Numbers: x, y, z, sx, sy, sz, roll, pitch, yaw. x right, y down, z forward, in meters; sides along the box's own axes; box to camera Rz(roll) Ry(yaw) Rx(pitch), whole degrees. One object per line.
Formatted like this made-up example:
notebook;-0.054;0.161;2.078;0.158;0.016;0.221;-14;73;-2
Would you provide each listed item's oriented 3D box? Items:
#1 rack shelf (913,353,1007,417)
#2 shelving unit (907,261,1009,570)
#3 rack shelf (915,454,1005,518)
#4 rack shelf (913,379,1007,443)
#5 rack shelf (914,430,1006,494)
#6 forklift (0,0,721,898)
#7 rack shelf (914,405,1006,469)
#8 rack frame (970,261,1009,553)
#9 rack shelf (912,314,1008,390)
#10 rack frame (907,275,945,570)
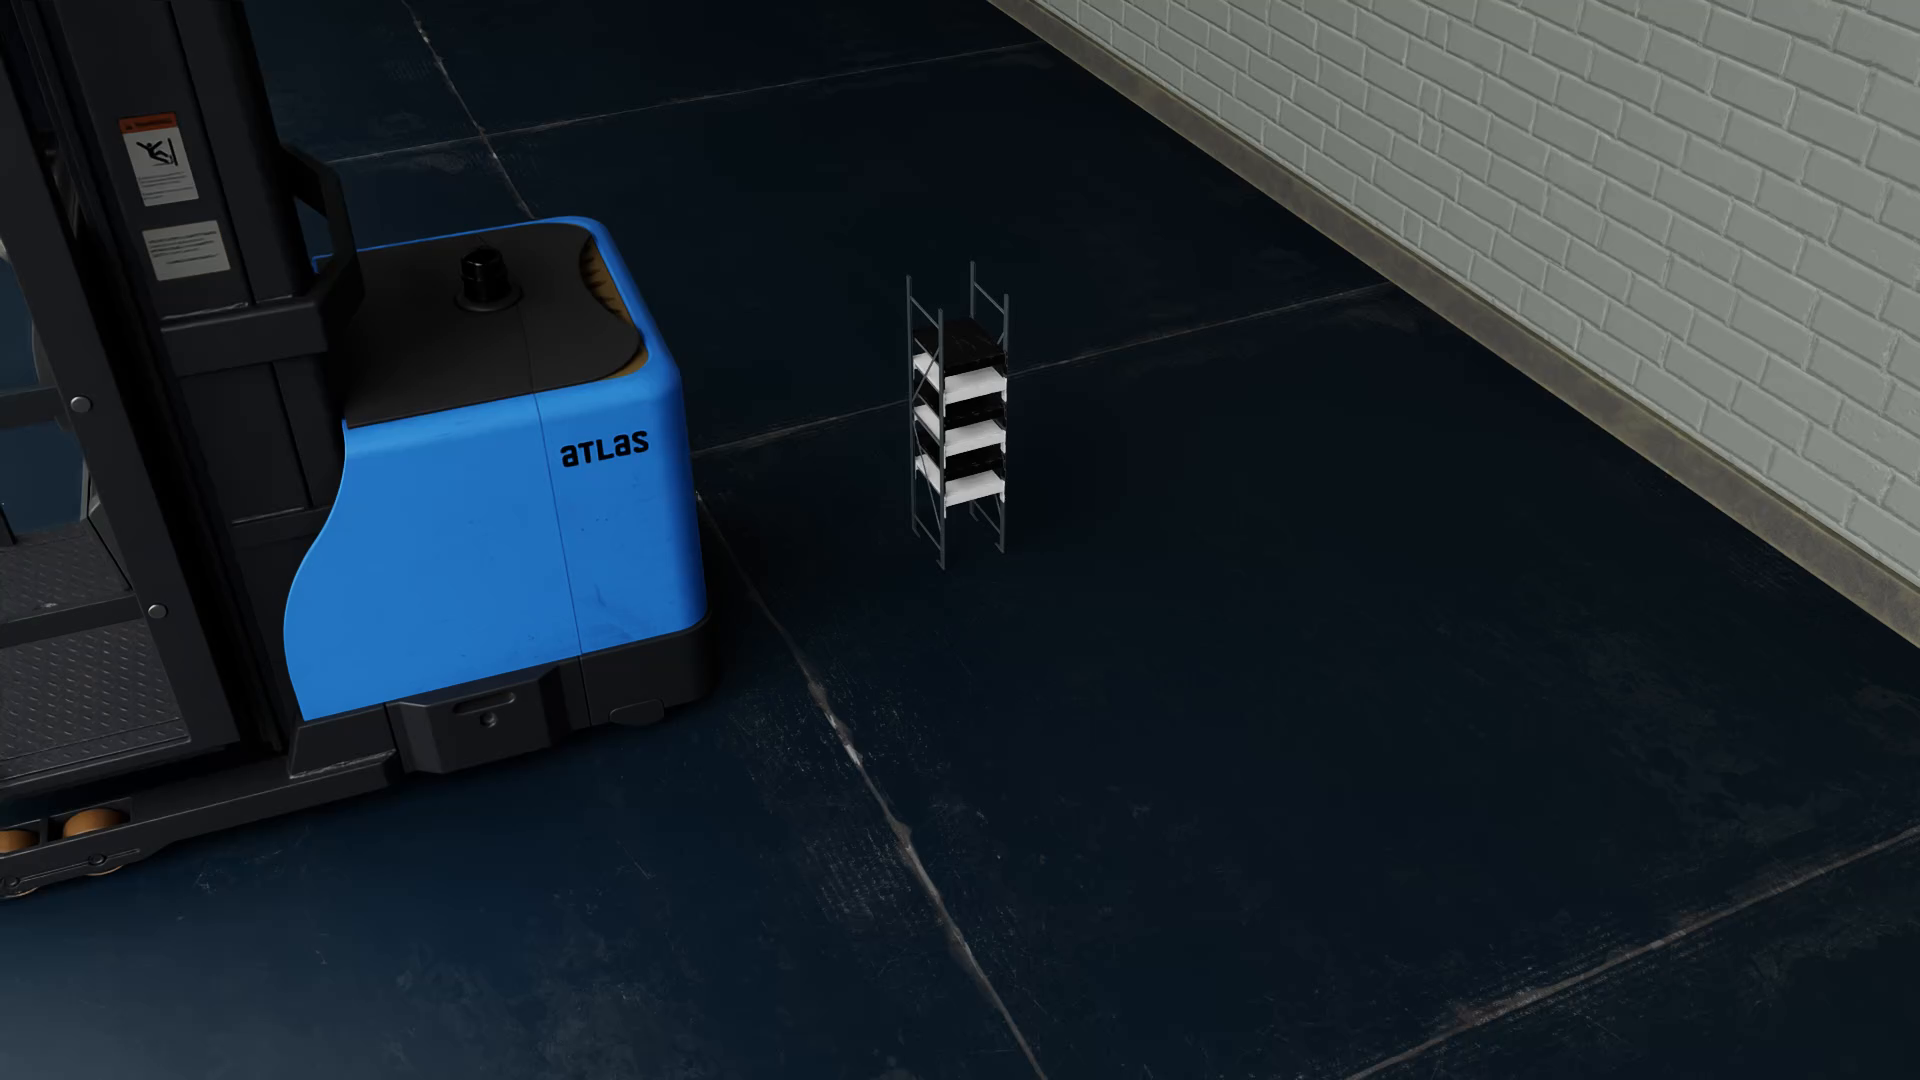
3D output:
rack shelf;-0.007;-0.477;4.892;0.200;0.077;0.258;-16;39;-20
shelving unit;-0.007;-0.359;4.979;0.210;0.900;0.258;-16;39;-20
rack shelf;-0.007;-0.188;5.106;0.200;0.077;0.258;-16;39;-20
rack shelf;-0.007;-0.405;4.945;0.200;0.077;0.258;-16;39;-20
rack shelf;-0.007;-0.260;5.053;0.200;0.077;0.258;-16;39;-20
forklift;-2.235;-0.661;3.680;3.031;2.935;1.130;-13;39;-17
rack shelf;-0.007;-0.333;4.999;0.200;0.077;0.258;-16;39;-20
rack frame;0.085;-0.385;5.014;0.006;0.900;0.240;-16;39;-20
rack shelf;-0.007;-0.549;4.838;0.200;0.077;0.258;-16;39;-20
rack frame;-0.099;-0.334;4.944;0.006;0.900;0.240;-16;39;-20
